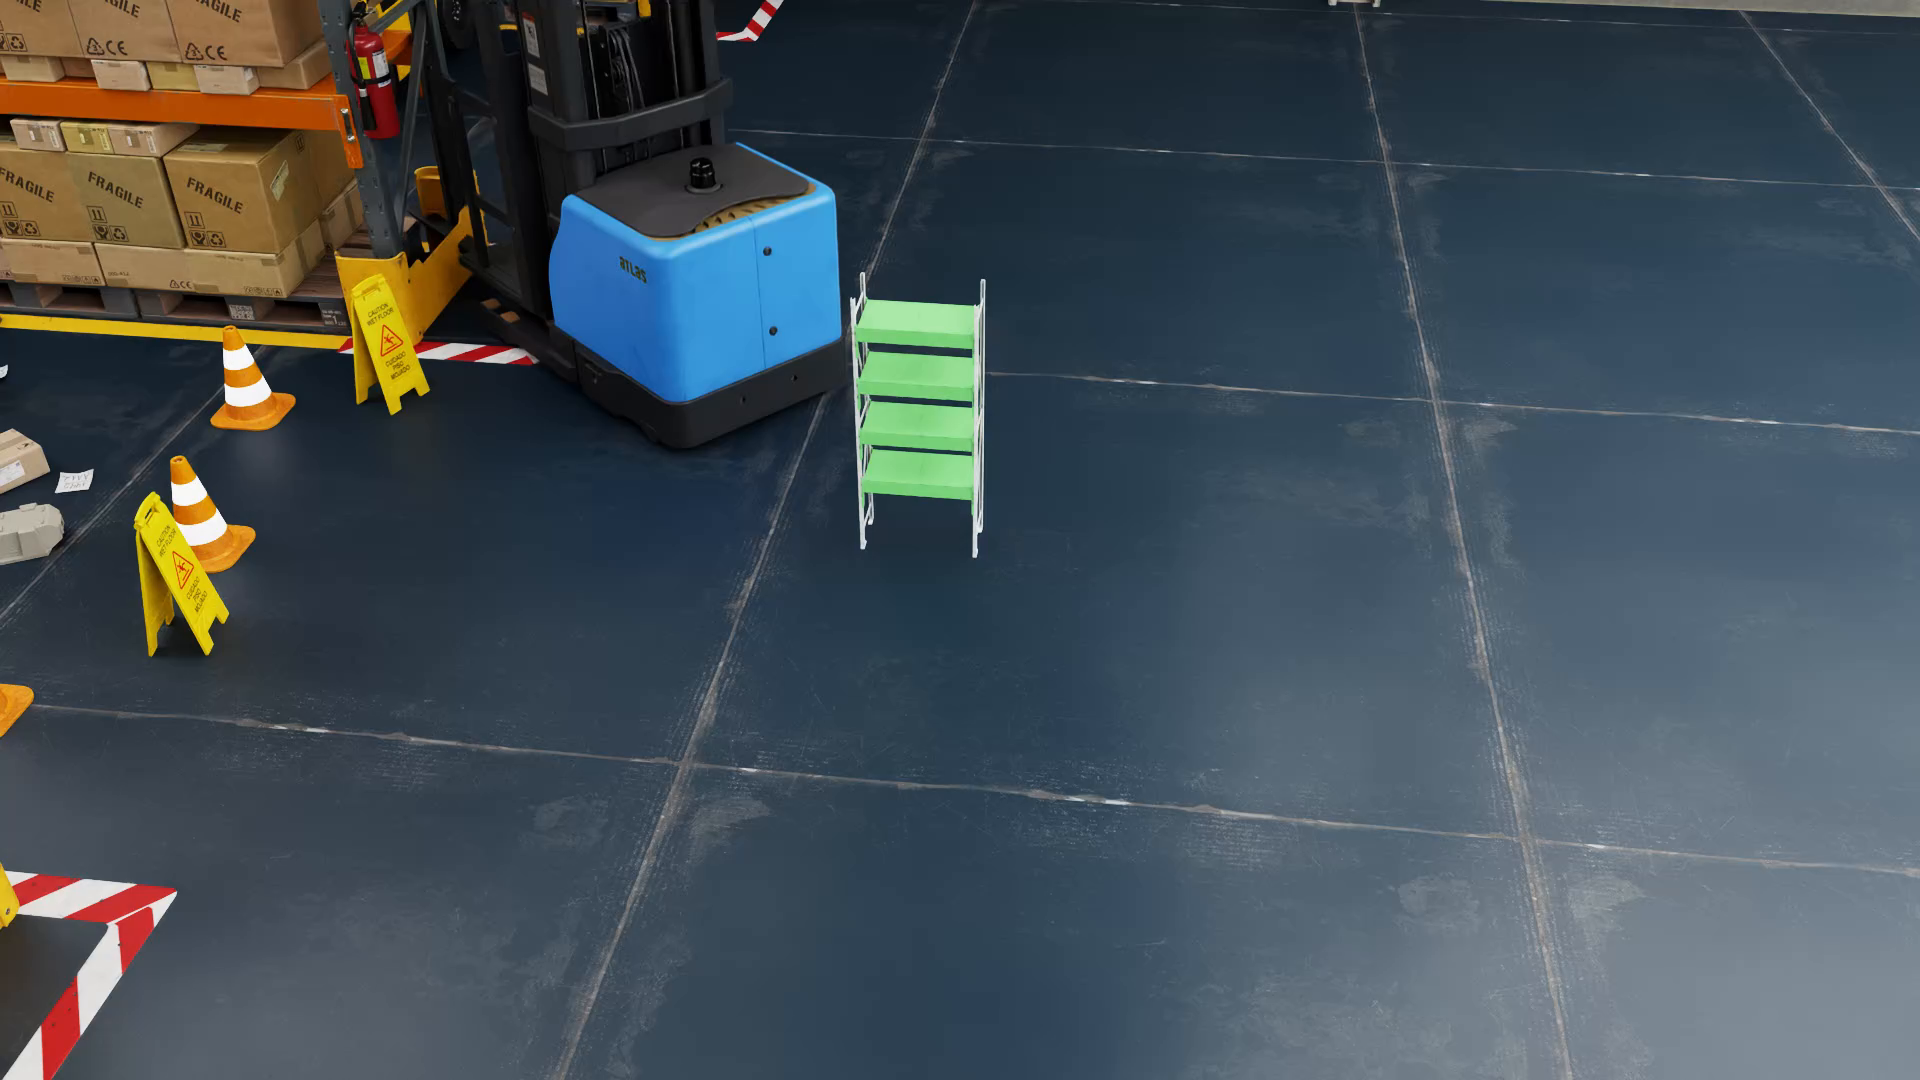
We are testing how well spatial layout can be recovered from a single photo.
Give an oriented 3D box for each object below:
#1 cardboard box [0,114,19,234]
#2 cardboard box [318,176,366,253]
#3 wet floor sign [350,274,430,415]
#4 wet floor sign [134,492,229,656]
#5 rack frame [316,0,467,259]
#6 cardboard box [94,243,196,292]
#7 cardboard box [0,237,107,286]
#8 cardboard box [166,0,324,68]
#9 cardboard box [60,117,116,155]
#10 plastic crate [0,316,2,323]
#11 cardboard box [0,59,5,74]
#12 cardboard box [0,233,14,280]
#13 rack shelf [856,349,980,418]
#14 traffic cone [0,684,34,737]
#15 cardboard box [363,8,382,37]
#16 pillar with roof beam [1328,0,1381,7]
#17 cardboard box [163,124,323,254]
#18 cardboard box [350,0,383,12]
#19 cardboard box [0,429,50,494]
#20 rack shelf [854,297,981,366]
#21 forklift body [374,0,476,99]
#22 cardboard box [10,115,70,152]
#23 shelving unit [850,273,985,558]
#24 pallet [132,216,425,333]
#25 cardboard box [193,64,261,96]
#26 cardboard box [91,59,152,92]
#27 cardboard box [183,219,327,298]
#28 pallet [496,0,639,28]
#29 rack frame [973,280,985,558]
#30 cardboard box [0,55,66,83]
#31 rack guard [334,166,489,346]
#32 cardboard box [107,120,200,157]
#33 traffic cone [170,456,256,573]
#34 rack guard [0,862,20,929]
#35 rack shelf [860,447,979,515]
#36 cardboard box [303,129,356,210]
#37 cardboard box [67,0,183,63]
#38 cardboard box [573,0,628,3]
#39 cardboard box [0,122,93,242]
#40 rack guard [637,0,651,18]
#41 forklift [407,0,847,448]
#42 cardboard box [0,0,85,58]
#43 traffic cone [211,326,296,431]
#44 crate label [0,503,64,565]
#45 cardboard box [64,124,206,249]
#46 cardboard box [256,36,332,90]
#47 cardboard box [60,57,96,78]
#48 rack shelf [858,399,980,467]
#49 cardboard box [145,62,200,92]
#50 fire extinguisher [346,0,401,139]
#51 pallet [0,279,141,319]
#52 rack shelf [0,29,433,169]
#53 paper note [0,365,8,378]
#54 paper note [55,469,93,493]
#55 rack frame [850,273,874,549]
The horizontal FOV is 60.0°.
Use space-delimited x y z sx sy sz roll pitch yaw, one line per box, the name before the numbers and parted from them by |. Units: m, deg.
cardboard box | -5.229 -1.939 8.745 0.500 0.500 0.500 6 36 8
cardboard box | -3.624 -1.829 9.236 0.500 0.250 0.500 4 36 6
wet floor sign | -2.807 -0.969 8.052 0.232 0.644 0.267 17 39 22
wet floor sign | -3.109 0.121 6.525 0.232 0.644 0.267 -2 36 -2
rack frame | -2.859 -2.558 8.252 0.127 3.000 1.000 4 36 6
cardboard box | -4.208 -1.557 8.855 0.500 0.250 0.500 4 36 6
cardboard box | -4.728 -1.593 8.905 0.500 0.250 0.500 3 36 4
cardboard box | -3.433 -2.601 7.970 0.500 0.500 0.500 4 36 5
cardboard box | -4.309 -2.097 8.407 0.250 0.149 0.380 5 36 7
plastic crate | -5.374 -1.077 8.690 0.583 0.080 0.402 -7 36 -10
cardboard box | -4.771 -2.484 8.365 0.250 0.149 0.380 4 36 6
cardboard box | -5.218 -1.636 8.965 0.500 0.250 0.500 4 36 5
rack shelf | -0.164 -0.644 6.816 0.480 0.148 0.258 4 36 6
traffic cone | -3.735 0.477 6.184 0.334 0.463 0.336 4 36 6
cardboard box | -3.170 -2.600 8.527 0.250 0.149 0.380 4 36 6
pillar with roof beam | 2.596 -5.506 7.219 0.400 9.000 9.100 4 36 6
cardboard box | -3.687 -1.824 8.583 0.500 0.500 0.500 4 36 6
cardboard box | -3.294 -2.915 8.409 0.500 0.500 0.500 4 36 5
cardboard box | -4.416 -0.331 7.585 0.250 0.149 0.380 24 42 30
rack shelf | -0.164 -0.839 6.677 0.480 0.148 0.258 4 36 6
forklift body | -4.344 -4.162 11.230 1.214 2.155 2.313 4 36 6
cardboard box | -4.570 -2.117 8.436 0.250 0.149 0.380 6 36 8
shelving unit | -0.164 -0.501 6.919 0.503 1.200 0.258 4 36 6
pallet | -3.736 -1.509 9.183 1.213 0.211 1.003 4 36 6
cardboard box | -3.523 -2.315 8.128 0.250 0.149 0.380 4 36 5
cardboard box | -4.034 -2.348 8.174 0.250 0.149 0.380 5 36 7
cardboard box | -3.719 -1.516 8.798 0.500 0.250 0.500 4 36 6
pallet | -2.995 -4.316 13.115 1.213 0.211 1.003 4 36 6
rack frame | 0.078 -0.483 6.893 0.015 1.200 0.240 4 36 6
cardboard box | -4.535 -2.414 8.267 0.250 0.149 0.380 4 36 5
rack guard | -2.935 -1.546 8.986 0.348 0.500 1.175 4 36 6
cardboard box | -4.060 -2.076 8.379 0.250 0.149 0.380 5 36 7
traffic cone | -3.254 -0.149 7.061 0.334 0.463 0.336 4 36 6
rack guard | -3.366 1.321 4.969 0.348 0.500 1.175 4 36 6
rack shelf | -0.164 -0.253 7.095 0.480 0.148 0.258 4 36 6
cardboard box | -3.648 -2.135 9.020 0.500 0.500 0.500 3 36 4
cardboard box | -3.929 -2.641 8.026 0.500 0.500 0.500 4 36 6
cardboard box | -2.737 -4.323 12.730 0.500 0.250 0.500 5 36 6
cardboard box | -4.705 -1.902 8.693 0.500 0.500 0.500 3 36 5
rack guard | -2.207 -4.399 12.983 0.348 0.500 1.175 4 36 6
forklift | -1.917 -2.393 8.080 1.130 2.935 3.031 -27 44 -33
cardboard box | -4.424 -2.680 8.081 0.500 0.500 0.500 4 36 6
traffic cone | -3.450 -0.814 7.992 0.334 0.463 0.336 4 36 6
crate label | -4.042 -0.039 7.187 0.298 0.136 0.250 -14 38 -18
cardboard box | -4.205 -1.861 8.635 0.500 0.500 0.500 6 36 8
cardboard box | -3.257 -2.360 8.191 0.250 0.149 0.380 5 36 8
cardboard box | -4.270 -2.448 8.314 0.250 0.149 0.380 5 36 7
rack shelf | -0.164 -0.449 6.956 0.480 0.148 0.258 4 36 6
cardboard box | -3.774 -2.346 8.171 0.250 0.149 0.380 4 36 5
fire extinguisher | -2.804 -2.252 7.890 0.183 0.674 0.296 4 36 6
pallet | -4.942 -1.601 9.311 1.213 0.211 1.003 4 36 6
rack shelf | -4.843 -2.413 8.668 4.000 0.370 1.077 4 36 6
paper note | -4.899 -0.837 8.396 0.148 0.019 0.142 -7 36 -10
paper note | -4.050 -0.272 7.605 0.142 0.019 0.148 -7 36 -10
rack frame | -0.406 -0.519 6.944 0.015 1.200 0.240 4 36 6
